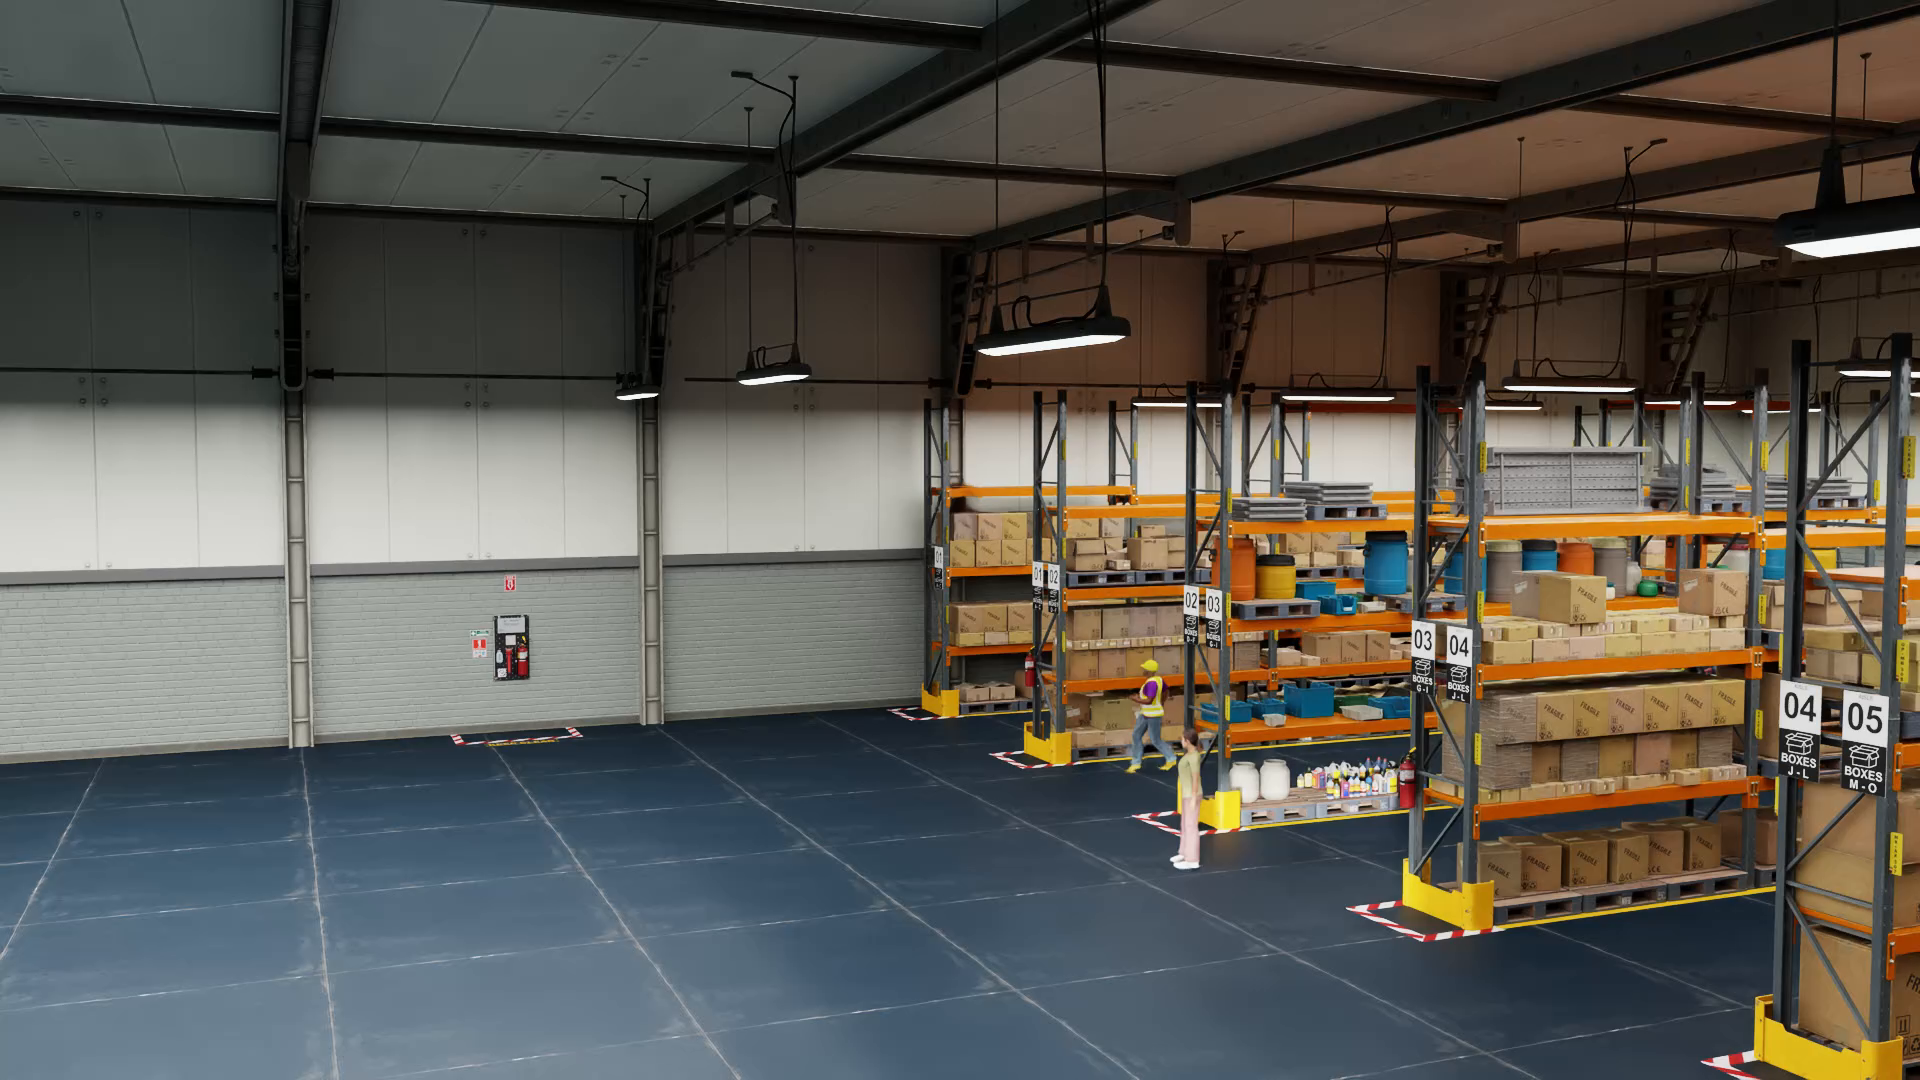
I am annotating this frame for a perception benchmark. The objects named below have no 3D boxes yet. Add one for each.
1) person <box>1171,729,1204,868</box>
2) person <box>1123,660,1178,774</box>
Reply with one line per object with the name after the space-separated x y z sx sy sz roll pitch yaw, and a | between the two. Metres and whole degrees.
2.775 3.126 20.246 0.401 1.678 0.482 0 3 4 | person
3.012 2.768 25.865 0.835 1.812 0.563 -1 4 -18 | person
